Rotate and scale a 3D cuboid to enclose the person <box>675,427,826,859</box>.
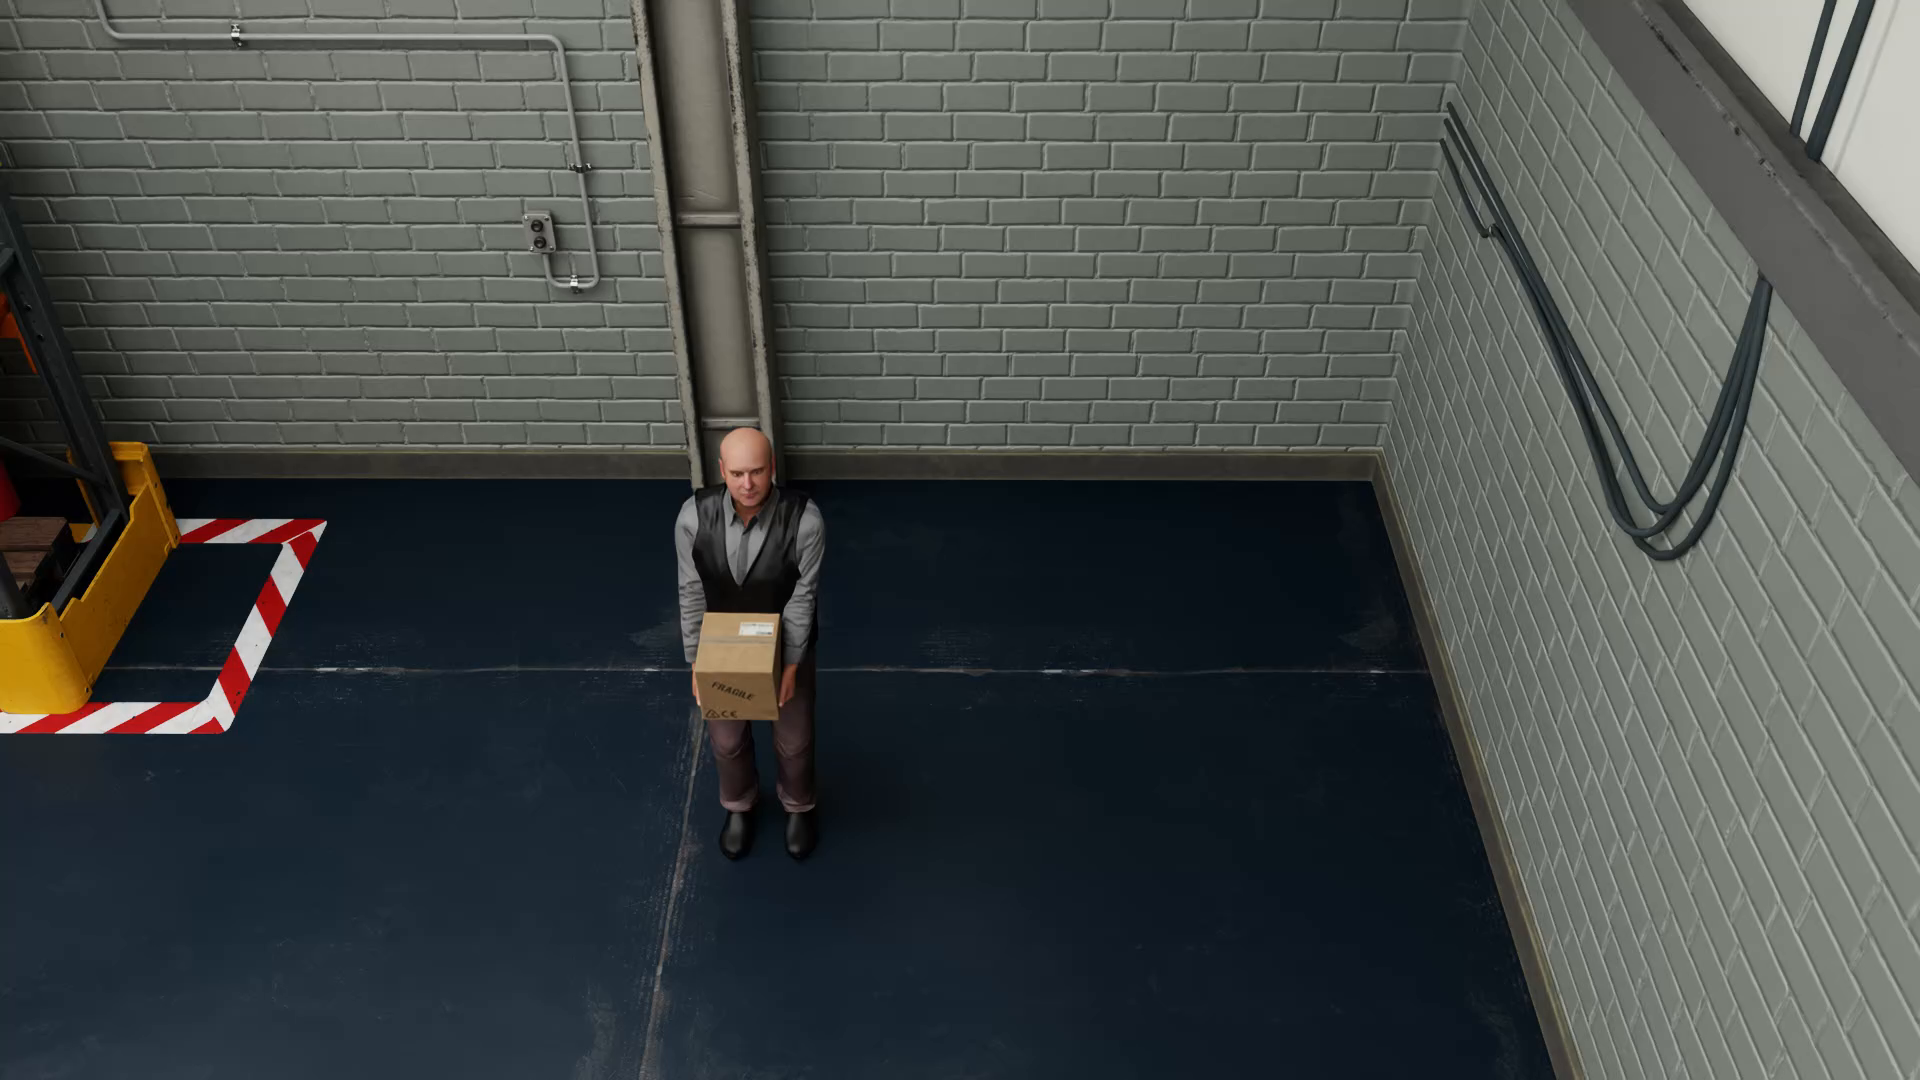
[{"bbox_3d":[-0.689,0.423,5.666,0.494,1.711,0.558,1,39,1],"label":"person"}]
